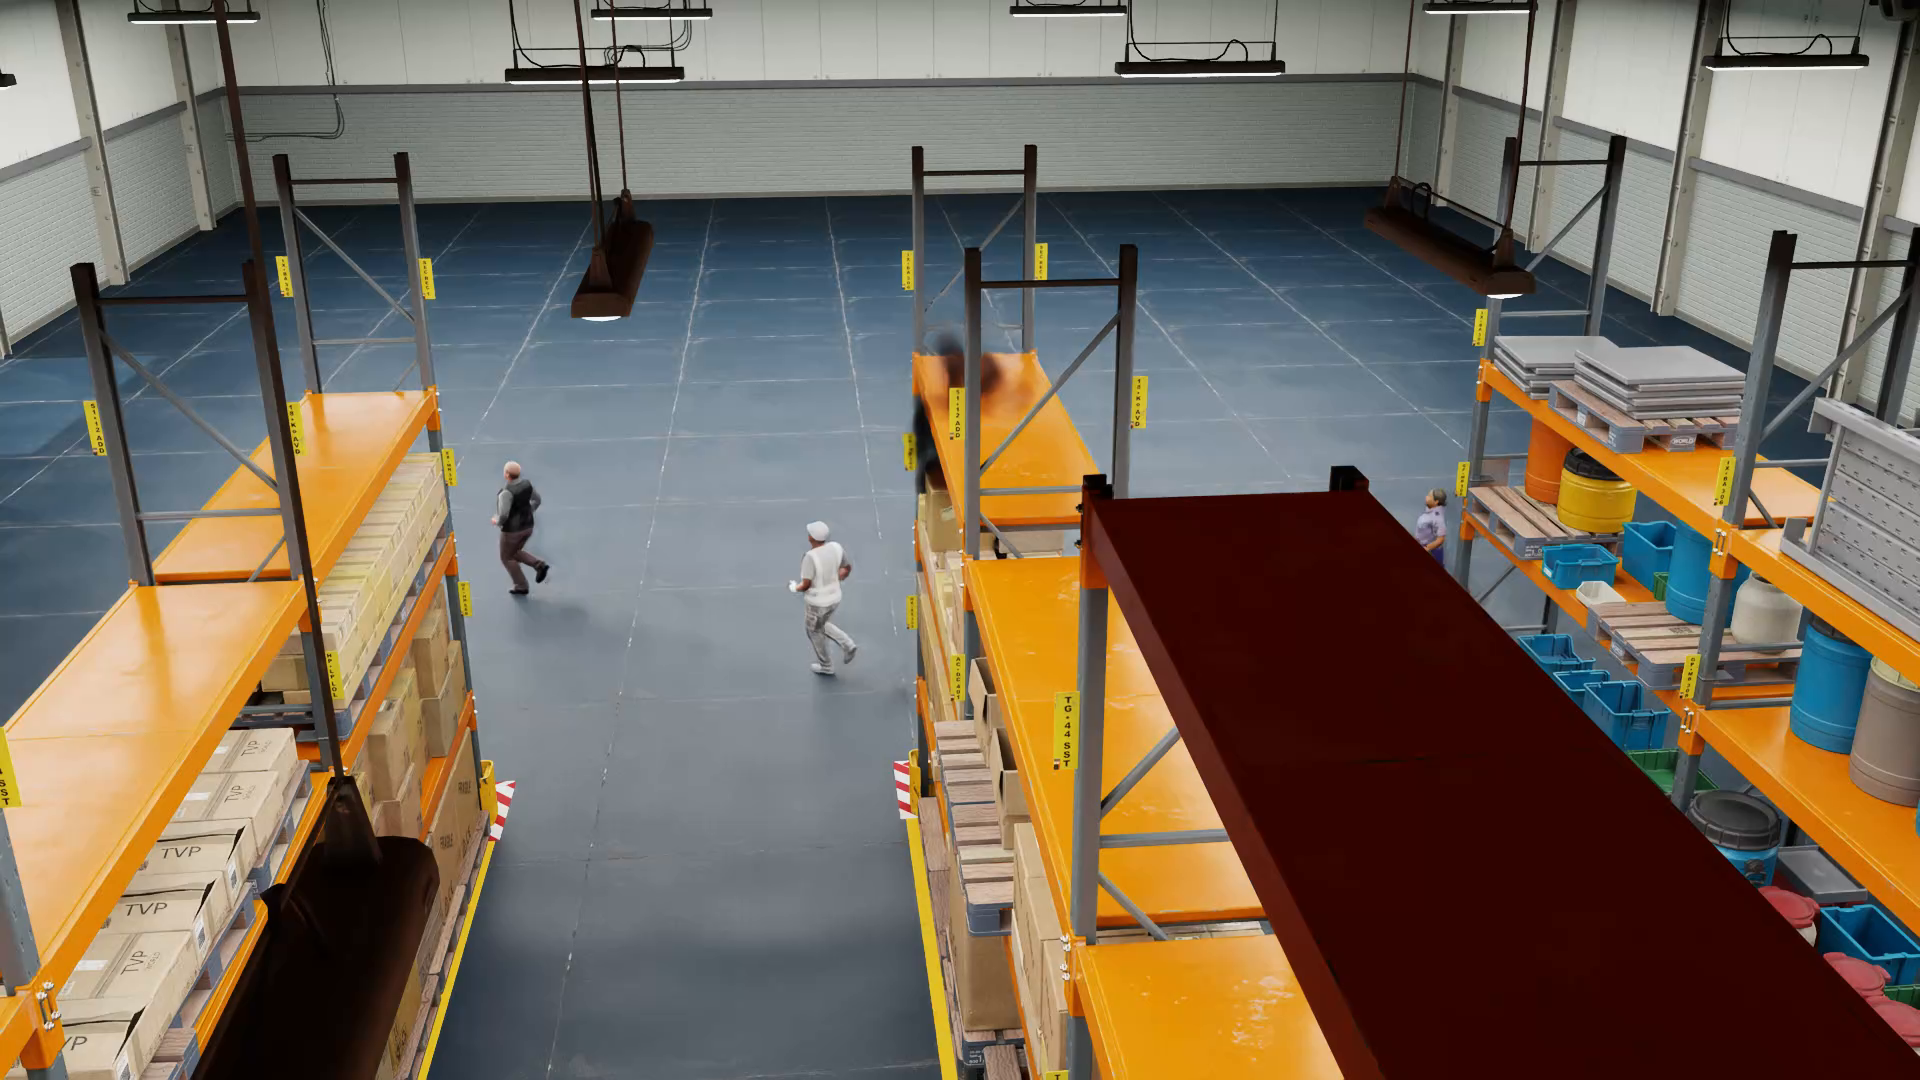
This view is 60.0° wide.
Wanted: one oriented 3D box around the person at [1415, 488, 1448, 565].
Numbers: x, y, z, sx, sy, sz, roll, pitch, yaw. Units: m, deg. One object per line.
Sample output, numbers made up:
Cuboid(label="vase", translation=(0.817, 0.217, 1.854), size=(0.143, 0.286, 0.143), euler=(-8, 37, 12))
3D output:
Cuboid(label="person", translation=(5.433, 0.176, 19.071), size=(0.586, 1.598, 0.613), euler=(6, 22, 15))

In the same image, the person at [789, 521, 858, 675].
Cuboid(label="person", translation=(-1.469, 0.631, 17.697), size=(0.638, 1.749, 0.671), euler=(15, 26, 33))

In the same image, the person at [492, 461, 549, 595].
Cuboid(label="person", translation=(-5.232, -0.131, 19.717), size=(0.586, 1.679, 0.659), euler=(11, 24, 25))
